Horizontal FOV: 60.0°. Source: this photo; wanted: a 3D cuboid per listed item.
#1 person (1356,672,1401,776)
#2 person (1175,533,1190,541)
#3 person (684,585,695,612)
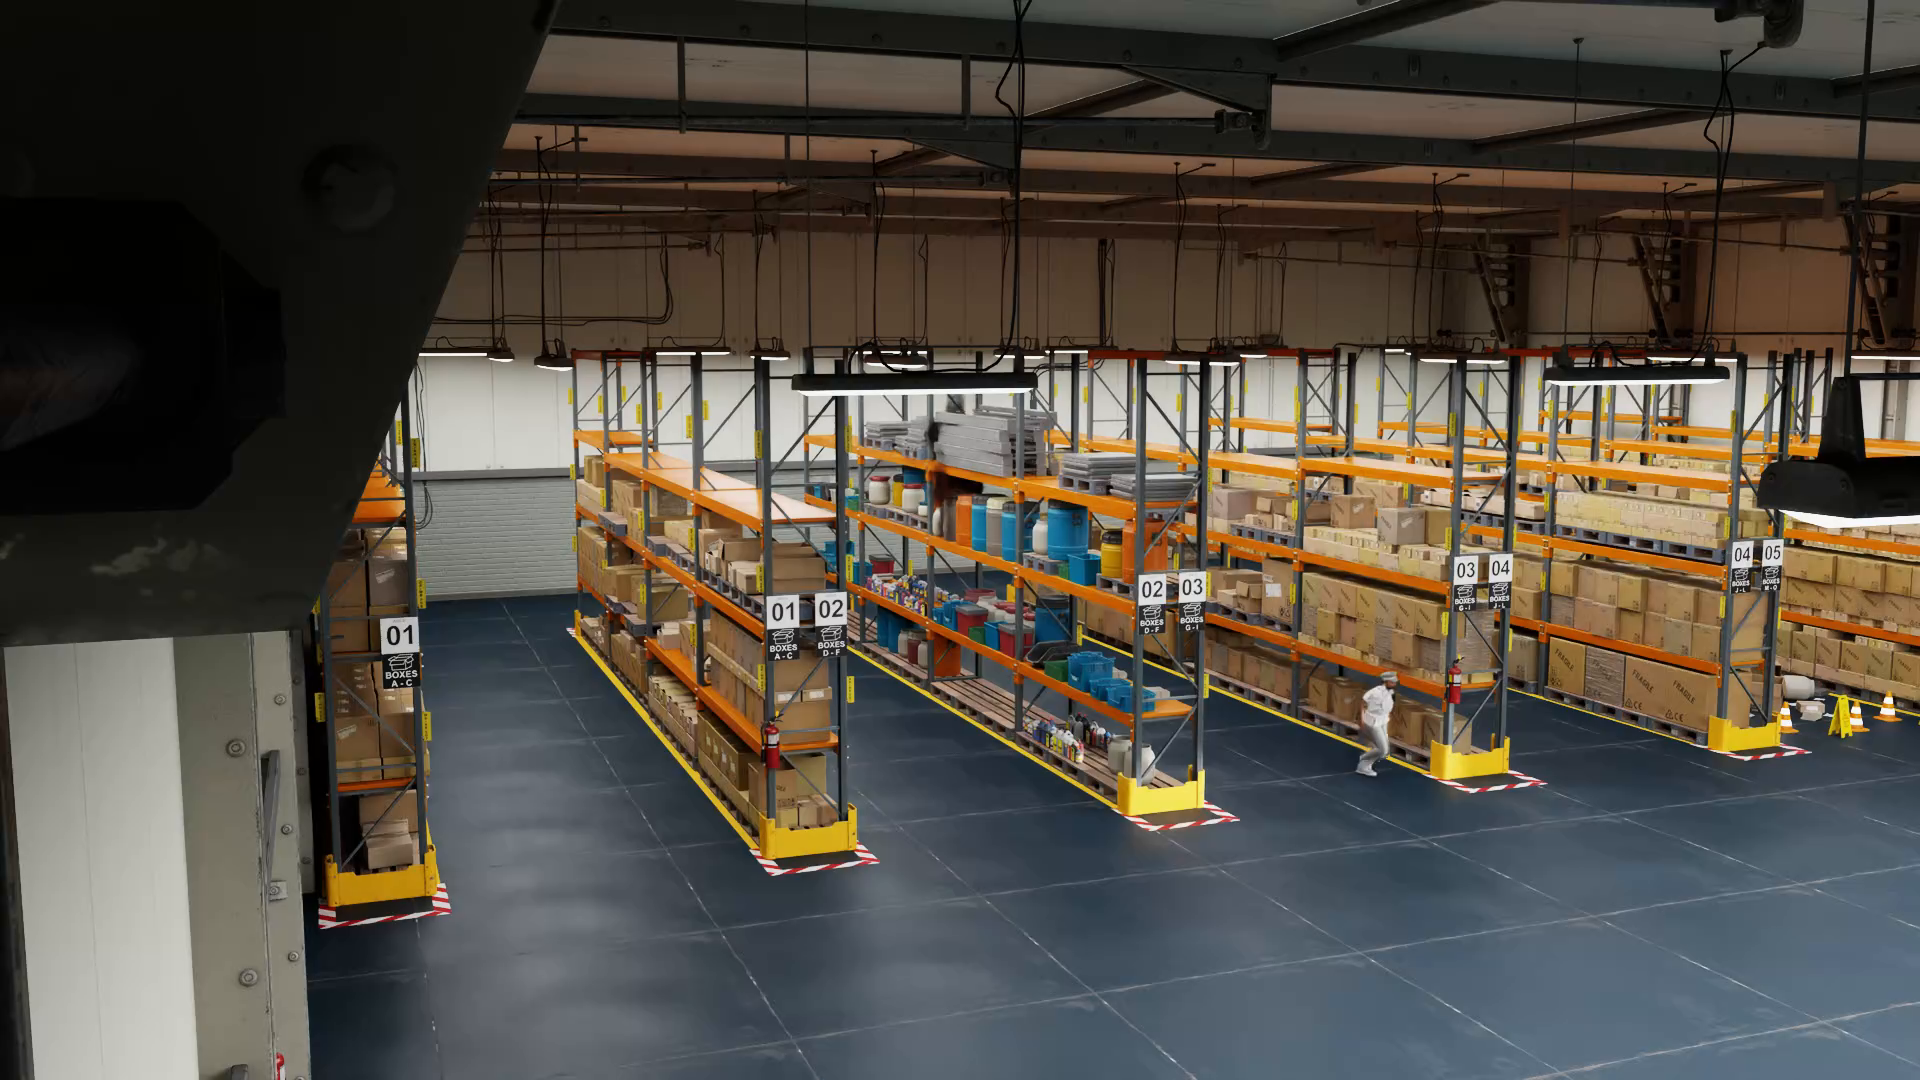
[{"bbox_3d":[5.945,2.614,23.641,0.595,1.566,0.634,-6,9,-40],"label":"person"},{"bbox_3d":[5.431,0.336,41.071,0.865,1.791,0.674,-3,8,-22],"label":"person"},{"bbox_3d":[-5.559,1.162,34.694,0.665,1.740,0.571,-4,8,-32],"label":"person"}]
